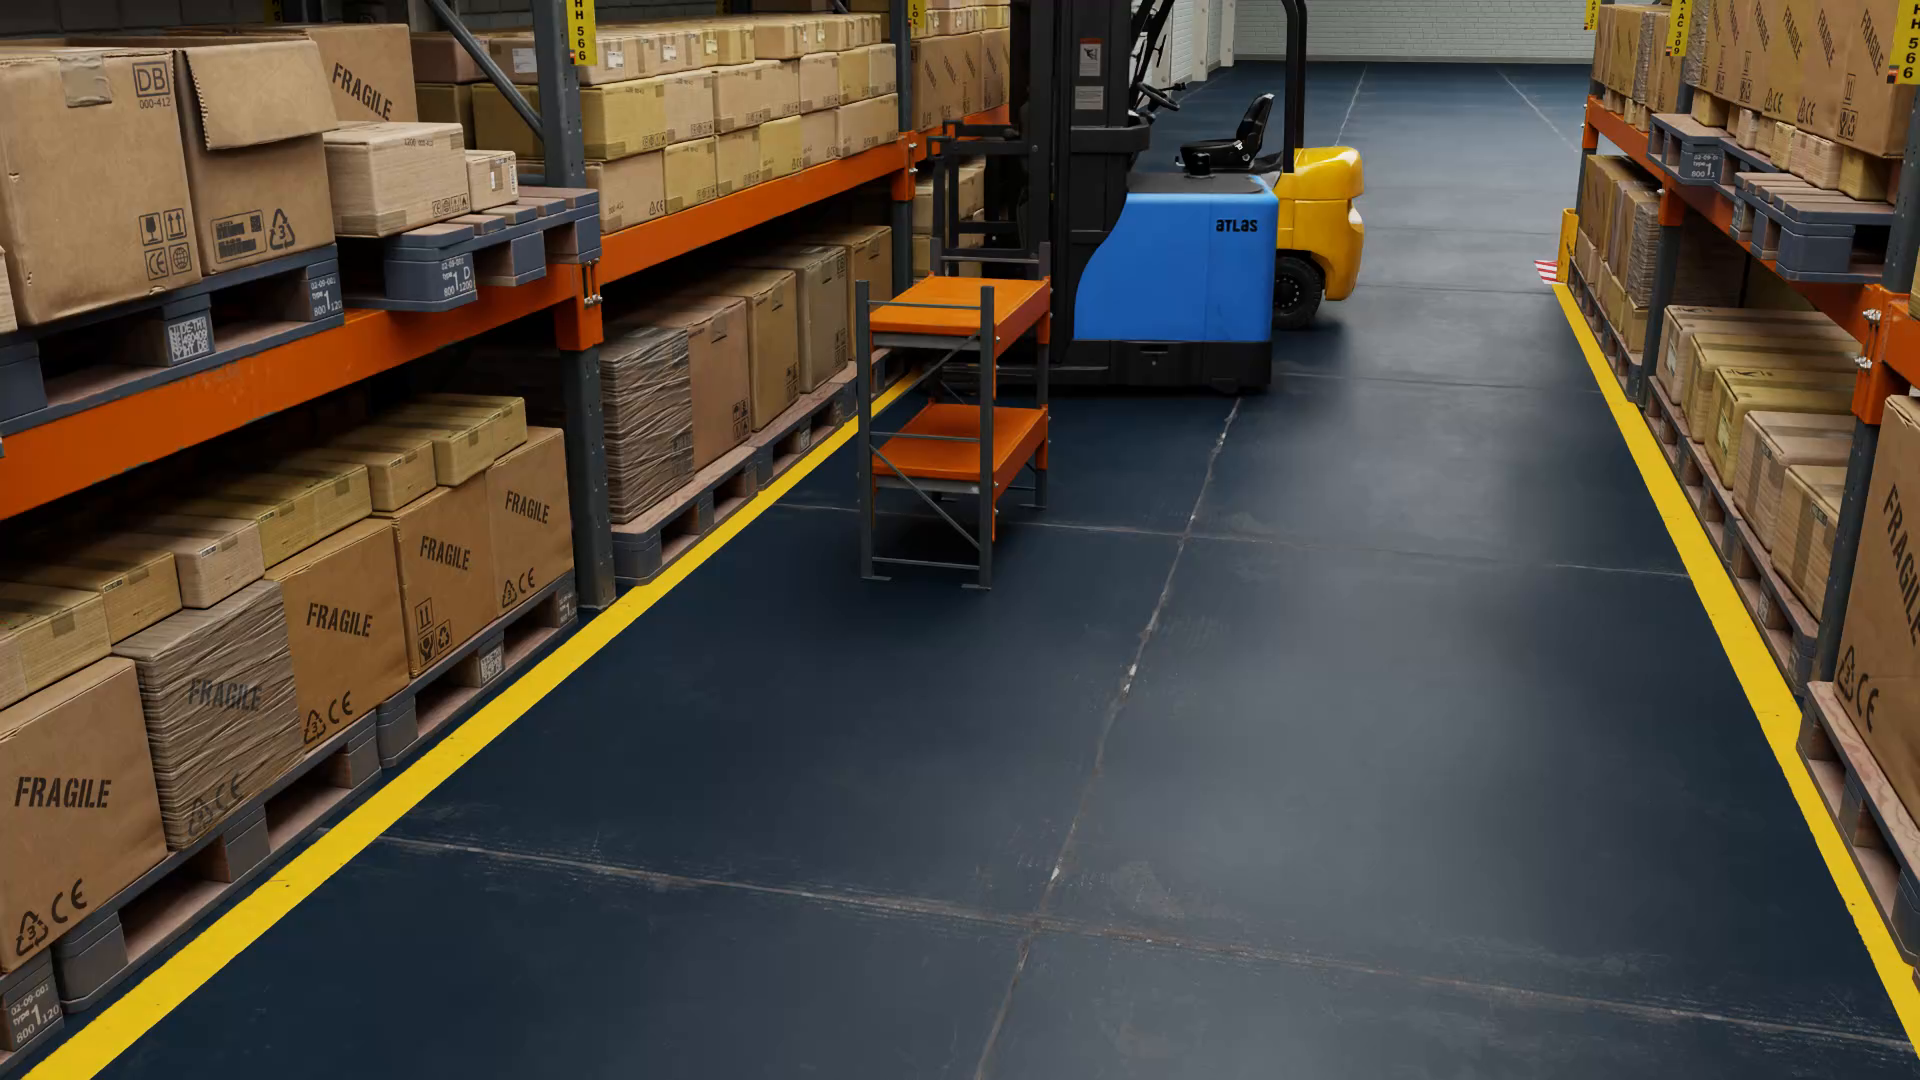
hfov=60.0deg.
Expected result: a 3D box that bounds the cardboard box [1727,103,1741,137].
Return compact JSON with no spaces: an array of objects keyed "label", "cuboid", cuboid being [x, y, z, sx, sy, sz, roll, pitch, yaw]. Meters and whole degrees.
[{"label":"cardboard box","cuboid":[3.436,-1.763,6.947,0.380,0.149,0.250,5,19,14]}]

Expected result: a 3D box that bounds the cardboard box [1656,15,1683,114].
[{"label":"cardboard box","cuboid":[3.913,-2.428,8.540,0.500,0.500,0.500,4,19,12]}]

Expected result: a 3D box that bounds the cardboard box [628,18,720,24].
[{"label":"cardboard box","cuboid":[-1.368,-2.417,7.965,0.380,0.149,0.250,5,19,13]}]

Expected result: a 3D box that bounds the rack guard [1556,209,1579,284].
[{"label":"rack guard","cuboid":[5.005,-2.128,12.144,1.175,0.500,0.348,5,19,13]}]

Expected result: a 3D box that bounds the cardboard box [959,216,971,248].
[{"label":"cardboard box","cuboid":[-0.230,-1.891,10.414,0.500,0.250,0.500,5,19,13]}]

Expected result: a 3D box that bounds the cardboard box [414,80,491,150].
[{"label":"cardboard box","cuboid":[-1.905,-1.546,6.033,0.500,0.250,0.500,5,20,15]}]

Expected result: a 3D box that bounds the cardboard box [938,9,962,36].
[{"label":"cardboard box","cuboid":[-0.205,-3.142,10.087,0.380,0.149,0.250,5,20,15]}]

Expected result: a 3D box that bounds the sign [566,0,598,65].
[{"label":"sign","cuboid":[-1.217,-1.689,5.322,0.100,0.325,0.005,5,19,13]}]

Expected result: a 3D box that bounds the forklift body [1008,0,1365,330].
[{"label":"forklift body","cuboid":[1.515,-2.585,10.929,2.313,2.155,1.214,5,19,13]}]

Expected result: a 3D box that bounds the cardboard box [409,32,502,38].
[{"label":"cardboard box","cuboid":[-1.907,-1.781,6.103,0.380,0.149,0.250,5,20,15]}]

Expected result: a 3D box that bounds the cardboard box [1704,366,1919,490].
[{"label":"cardboard box","cuboid":[3.580,-0.428,6.715,0.950,0.372,0.625,5,20,15]}]

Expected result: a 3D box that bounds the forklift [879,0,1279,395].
[{"label":"forklift","cuboid":[0.191,-2.338,8.999,3.031,2.935,1.130,1,19,4]}]

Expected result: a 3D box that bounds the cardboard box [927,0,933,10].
[{"label":"cardboard box","cuboid":[-0.373,-3.213,9.835,0.380,0.149,0.250,4,19,12]}]

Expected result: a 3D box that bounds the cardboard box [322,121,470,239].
[{"label":"cardboard box","cuboid":[-1.690,-0.990,4.526,0.500,0.250,0.500,4,19,11]}]

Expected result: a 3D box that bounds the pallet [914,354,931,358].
[{"label":"pallet","cuboid":[-0.533,-1.398,10.454,1.003,0.211,1.213,5,19,13]}]

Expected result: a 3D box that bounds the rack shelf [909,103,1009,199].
[{"label":"rack shelf","cuboid":[-0.280,-2.758,11.235,1.077,0.370,4.000,5,19,13]}]

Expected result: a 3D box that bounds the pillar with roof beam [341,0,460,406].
[{"label":"pillar with roof beam","cuboid":[1.873,-4.197,5.053,9.100,9.000,0.400,5,19,13]}]

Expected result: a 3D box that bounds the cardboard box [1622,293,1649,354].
[{"label":"cardboard box","cuboid":[3.930,-1.185,9.120,0.500,0.250,0.500,6,20,16]}]

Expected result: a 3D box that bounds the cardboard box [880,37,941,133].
[{"label":"cardboard box","cuboid":[-0.407,-2.638,9.614,0.500,0.500,0.500,4,19,12]}]

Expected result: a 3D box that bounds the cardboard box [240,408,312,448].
[{"label":"cardboard box","cuboid":[-2.266,-0.321,5.200,0.380,0.149,0.250,5,20,15]}]

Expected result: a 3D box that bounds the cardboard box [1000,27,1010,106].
[{"label":"cardboard box","cuboid":[0.083,-3.275,11.481,0.500,0.500,0.500,4,19,12]}]

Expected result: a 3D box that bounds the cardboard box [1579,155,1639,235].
[{"label":"cardboard box","cuboid":[4.553,-2.349,11.367,0.500,0.500,0.500,4,19,12]}]

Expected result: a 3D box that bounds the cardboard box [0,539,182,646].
[{"label":"cardboard box","cuboid":[-2.081,0.120,3.908,0.380,0.149,0.250,5,19,14]}]

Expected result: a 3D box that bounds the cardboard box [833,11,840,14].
[{"label":"cardboard box","cuboid":[-0.911,-3.028,9.755,0.380,0.149,0.250,4,19,12]}]

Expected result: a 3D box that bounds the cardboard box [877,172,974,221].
[{"label":"cardboard box","cuboid":[-0.211,-2.129,10.337,0.500,0.250,0.500,5,19,13]}]

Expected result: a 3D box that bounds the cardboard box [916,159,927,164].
[{"label":"cardboard box","cuboid":[-0.475,-2.488,11.387,0.500,0.250,0.500,4,19,12]}]

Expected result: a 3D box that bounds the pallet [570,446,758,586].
[{"label":"pallet","cuboid":[-1.507,-0.153,6.810,1.003,0.211,1.213,5,19,13]}]

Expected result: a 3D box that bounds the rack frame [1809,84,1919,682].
[{"label":"rack frame","cuboid":[3.069,-0.827,4.469,1.000,3.000,0.127,5,19,13]}]

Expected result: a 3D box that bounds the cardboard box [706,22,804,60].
[{"label":"cardboard box","cuboid":[-0.910,-2.209,7.357,0.380,0.149,0.250,4,19,12]}]

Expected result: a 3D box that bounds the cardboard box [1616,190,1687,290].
[{"label":"cardboard box","cuboid":[4.053,-1.700,9.467,0.500,0.500,0.500,5,19,14]}]

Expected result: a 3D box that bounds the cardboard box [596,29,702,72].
[{"label":"cardboard box","cuboid":[-1.229,-1.898,6.446,0.380,0.149,0.250,5,19,14]}]

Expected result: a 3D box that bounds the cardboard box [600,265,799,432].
[{"label":"cardboard box","cuboid":[-1.264,-0.904,7.717,0.875,0.625,0.625,4,19,11]}]

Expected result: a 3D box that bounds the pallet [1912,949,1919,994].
[{"label":"pallet","cuboid":[2.503,1.115,3.097,1.003,0.211,1.213,5,19,13]}]

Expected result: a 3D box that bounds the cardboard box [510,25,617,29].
[{"label":"cardboard box","cuboid":[-1.673,-2.100,7.038,0.380,0.149,0.250,4,19,12]}]

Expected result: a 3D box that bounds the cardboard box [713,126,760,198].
[{"label":"cardboard box","cuboid":[-1.154,-1.586,6.923,0.500,0.250,0.500,4,19,12]}]

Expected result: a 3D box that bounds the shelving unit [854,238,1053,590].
[{"label":"shelving unit","cuboid":[-0.002,-0.530,6.500,0.538,1.125,1.048,5,19,13]}]

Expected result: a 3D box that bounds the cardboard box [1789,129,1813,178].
[{"label":"cardboard box","cuboid":[3.003,-1.279,5.530,0.380,0.149,0.250,4,19,11]}]

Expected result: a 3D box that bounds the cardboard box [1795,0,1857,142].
[{"label":"cardboard box","cuboid":[3.026,-1.541,5.295,0.500,0.500,0.500,4,19,13]}]

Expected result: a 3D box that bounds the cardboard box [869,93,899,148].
[{"label":"cardboard box","cuboid":[-0.638,-2.222,8.785,0.500,0.250,0.500,5,20,15]}]

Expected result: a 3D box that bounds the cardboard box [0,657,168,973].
[{"label":"cardboard box","cuboid":[-2.140,0.562,3.618,0.500,0.500,0.500,4,19,12]}]

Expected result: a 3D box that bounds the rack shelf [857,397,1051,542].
[{"label":"rack shelf","cuboid":[-0.002,-0.299,6.579,0.538,0.278,1.000,5,19,13]}]

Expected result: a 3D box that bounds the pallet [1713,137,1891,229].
[{"label":"pallet","cuboid":[3.512,-1.360,6.326,1.003,0.211,1.213,5,19,13]}]

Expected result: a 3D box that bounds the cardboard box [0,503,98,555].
[{"label":"cardboard box","cuboid":[-2.439,0.008,4.239,0.380,0.149,0.250,5,19,14]}]

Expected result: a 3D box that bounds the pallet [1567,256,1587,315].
[{"label":"pallet","cuboid":[4.772,-1.739,11.453,1.003,0.211,1.213,5,19,13]}]

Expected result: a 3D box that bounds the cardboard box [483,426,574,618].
[{"label":"cardboard box","cuboid":[-1.641,-0.084,5.511,0.500,0.500,0.500,5,20,15]}]

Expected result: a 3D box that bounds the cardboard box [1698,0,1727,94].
[{"label":"cardboard box","cuboid":[3.531,-2.186,7.183,0.500,0.500,0.500,5,19,14]}]

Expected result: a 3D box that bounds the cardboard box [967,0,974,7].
[{"label":"cardboard box","cuboid":[-0.121,-3.533,10.772,0.380,0.149,0.250,5,19,14]}]

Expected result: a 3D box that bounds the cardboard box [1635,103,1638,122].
[{"label":"cardboard box","cuboid":[4.165,-2.483,9.706,0.380,0.149,0.250,4,19,12]}]

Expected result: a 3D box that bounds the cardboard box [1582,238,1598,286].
[{"label":"cardboard box","cuboid":[4.426,-1.842,11.043,0.500,0.250,0.500,5,20,15]}]

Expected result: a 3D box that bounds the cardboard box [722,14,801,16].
[{"label":"cardboard box","cuboid":[-1.062,-2.733,8.890,0.380,0.149,0.250,4,19,12]}]

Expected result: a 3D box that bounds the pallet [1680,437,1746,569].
[{"label":"pallet","cuboid":[3.561,-0.134,6.752,1.003,0.211,1.213,5,19,13]}]

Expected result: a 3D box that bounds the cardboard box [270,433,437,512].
[{"label":"cardboard box","cuboid":[-1.764,-0.199,4.843,0.380,0.149,0.250,4,19,12]}]

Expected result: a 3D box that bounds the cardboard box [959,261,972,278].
[{"label":"cardboard box","cuboid":[-0.220,-1.655,10.497,0.500,0.250,0.500,4,19,12]}]

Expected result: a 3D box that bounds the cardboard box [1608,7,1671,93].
[{"label":"cardboard box","cuboid":[4.392,-3.074,10.431,0.500,0.500,0.500,4,19,12]}]

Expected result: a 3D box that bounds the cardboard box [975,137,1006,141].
[{"label":"cardboard box","cuboid":[0.399,-2.927,12.674,0.500,0.250,0.500,5,20,15]}]

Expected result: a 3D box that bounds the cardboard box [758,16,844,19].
[{"label":"cardboard box","cuboid":[-0.793,-2.547,8.344,0.380,0.149,0.250,5,19,13]}]

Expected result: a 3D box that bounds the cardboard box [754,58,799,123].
[{"label":"cardboard box","cuboid":[-1.031,-1.985,7.317,0.500,0.250,0.500,5,19,14]}]

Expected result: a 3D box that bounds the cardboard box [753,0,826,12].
[{"label":"cardboard box","cuboid":[-0.983,-3.091,9.477,0.380,0.149,0.250,5,19,14]}]

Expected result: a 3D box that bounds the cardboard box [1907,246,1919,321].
[{"label":"cardboard box","cuboid":[2.705,-0.623,4.102,0.500,0.250,0.500,4,19,12]}]
